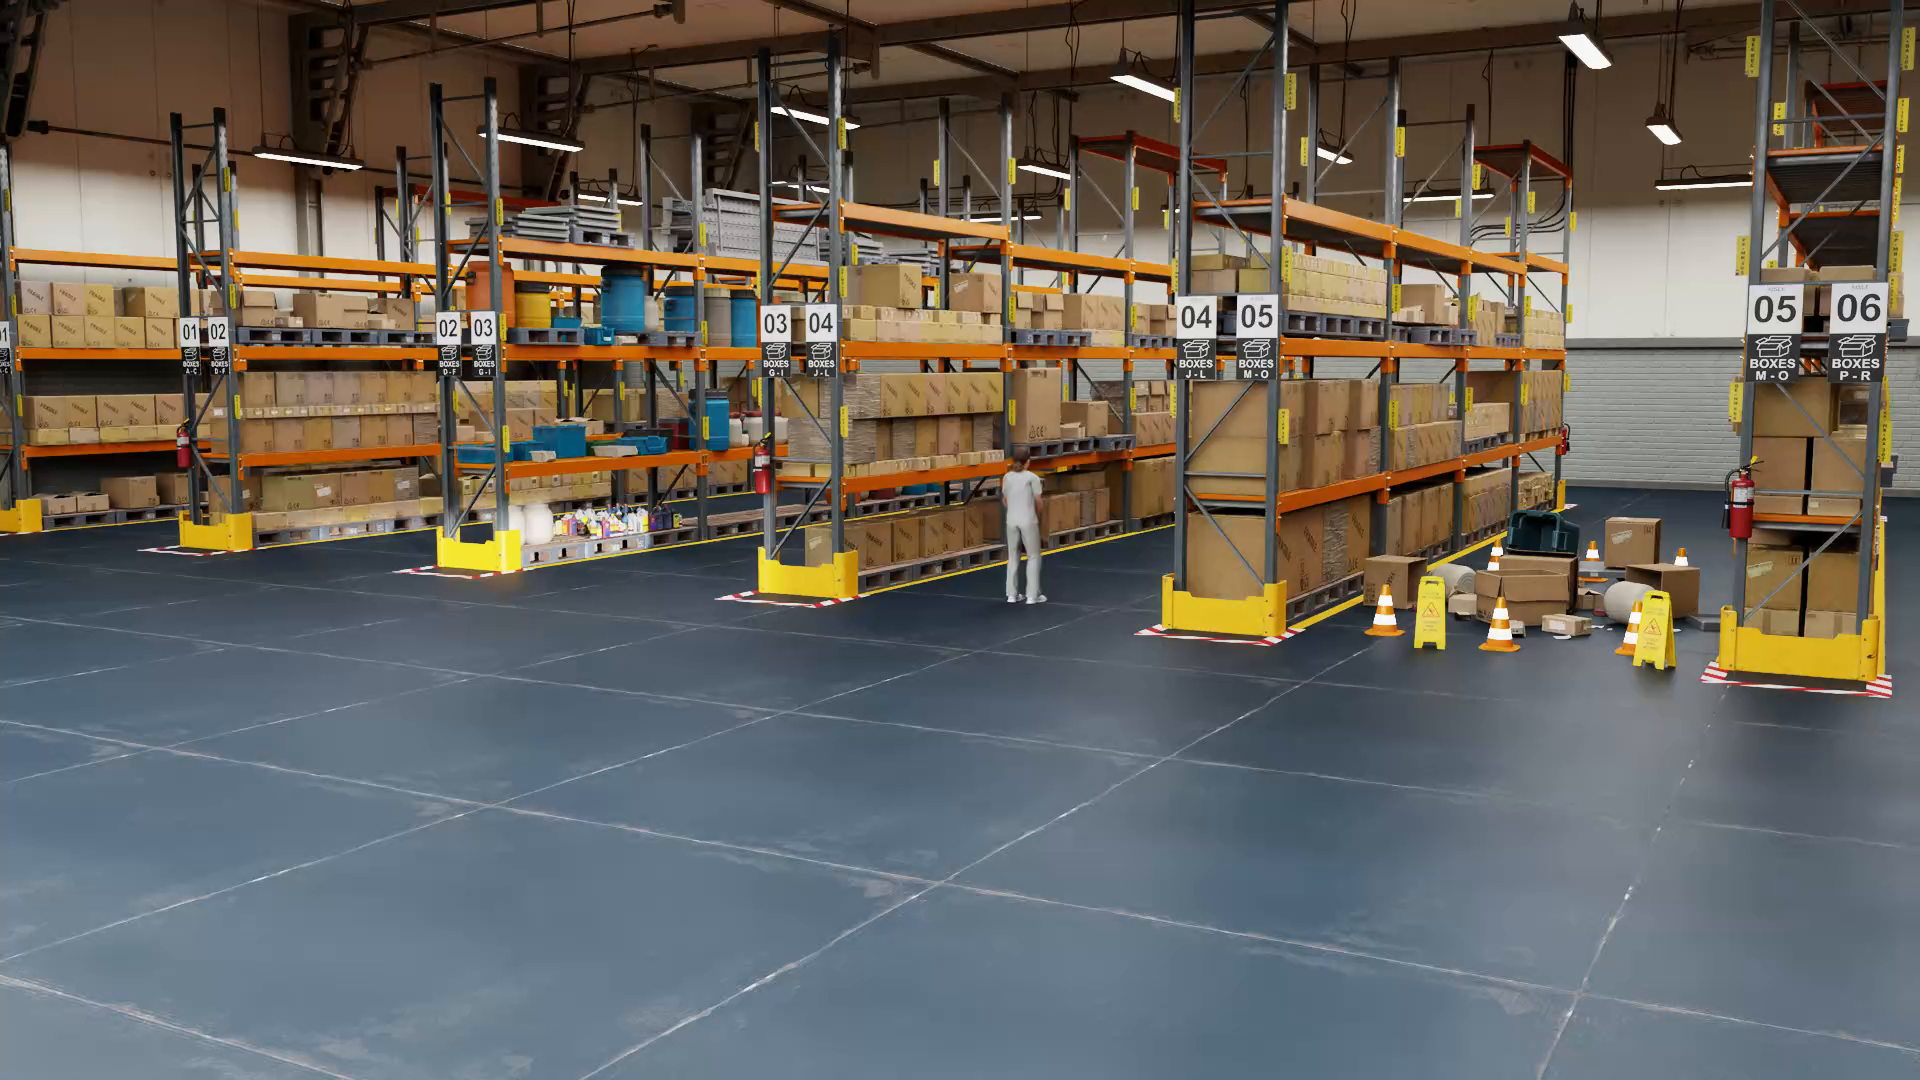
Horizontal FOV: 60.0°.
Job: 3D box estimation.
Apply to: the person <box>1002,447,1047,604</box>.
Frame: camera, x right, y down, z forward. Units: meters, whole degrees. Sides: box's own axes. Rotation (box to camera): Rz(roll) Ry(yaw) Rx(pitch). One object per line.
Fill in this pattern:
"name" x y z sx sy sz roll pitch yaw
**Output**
"person" 0.683 -0.164 17.868 0.466 1.676 0.412 3 7 28
